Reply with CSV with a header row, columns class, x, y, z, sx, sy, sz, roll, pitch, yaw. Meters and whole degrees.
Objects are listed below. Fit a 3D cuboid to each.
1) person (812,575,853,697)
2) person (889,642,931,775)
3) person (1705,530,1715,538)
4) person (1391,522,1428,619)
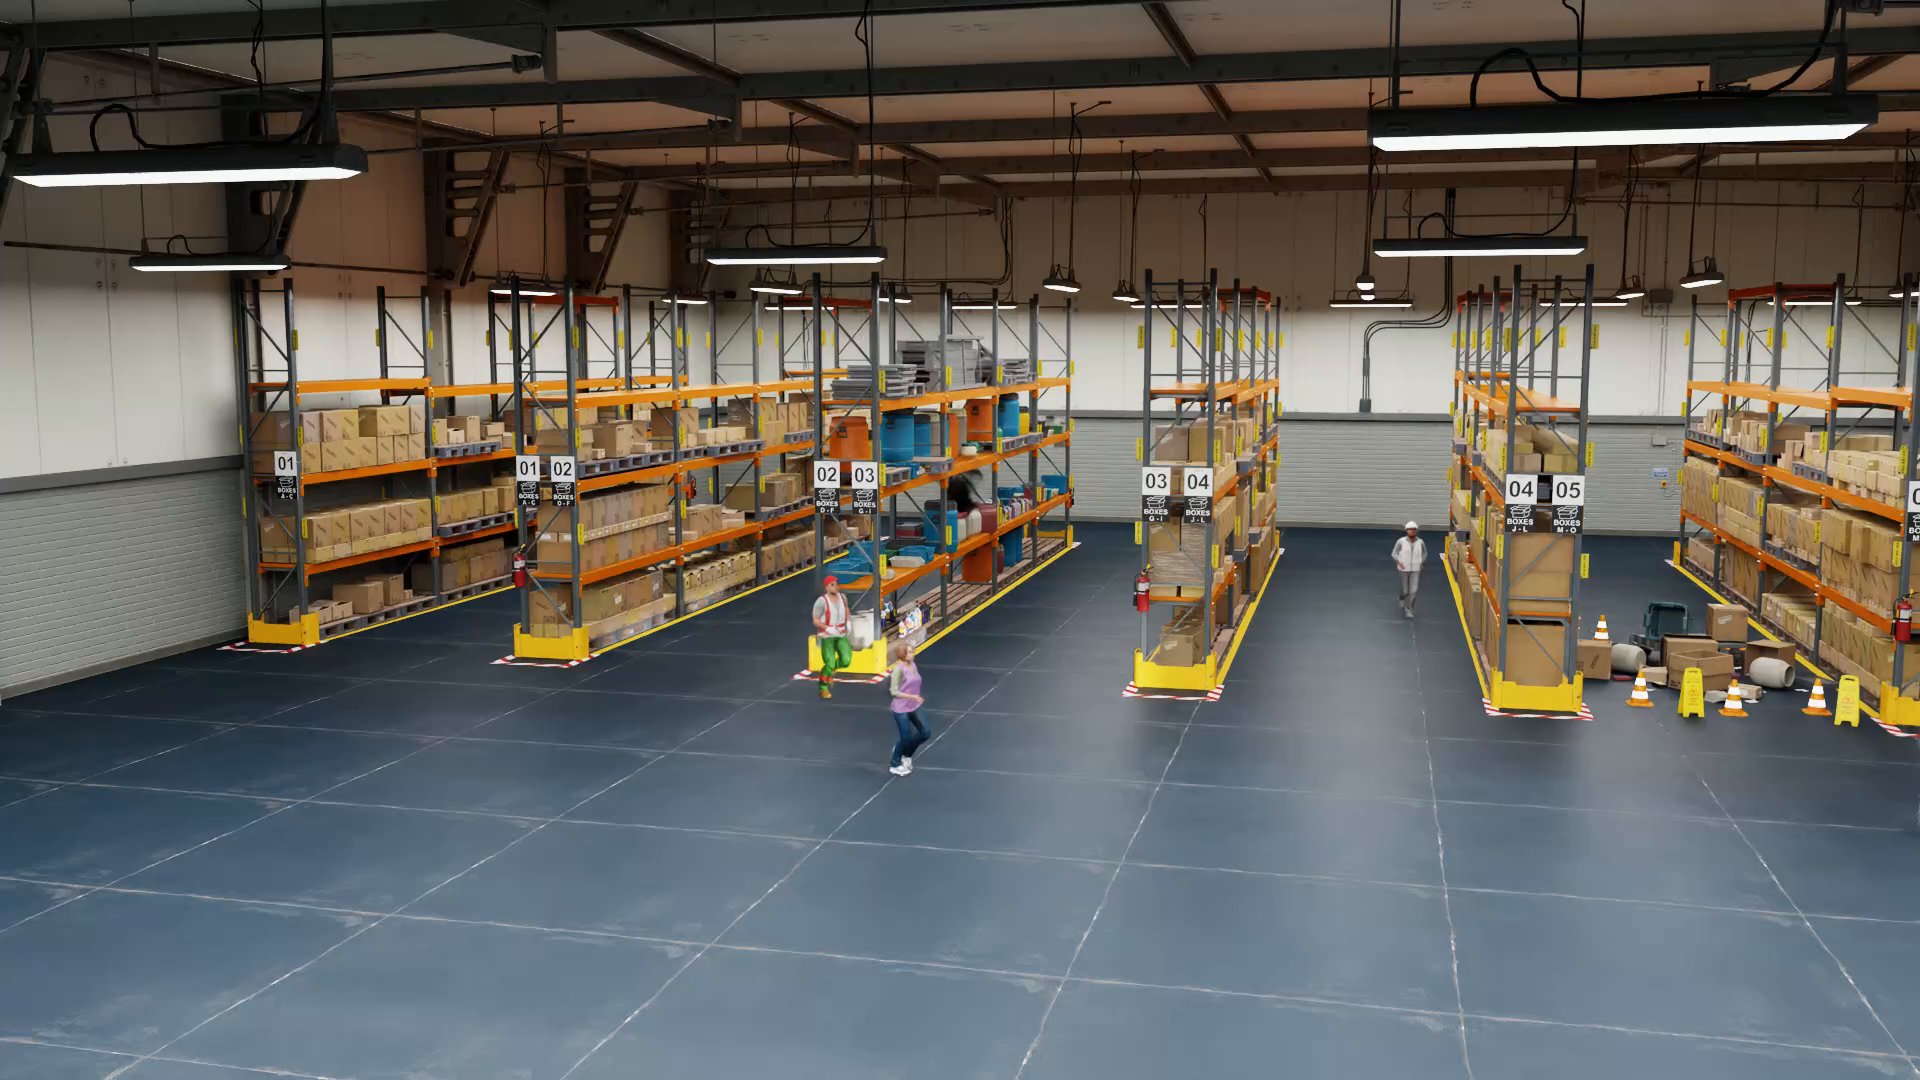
class,x,y,z,sx,sy,sz,roll,pitch,yaw
person,-1.750,1.354,23.318,0.695,1.740,0.655,-5,9,-36
person,-0.581,1.944,19.045,0.586,1.551,0.508,5,9,37
person,17.472,-0.356,38.130,0.734,1.667,0.764,-7,10,-45
person,8.154,0.530,30.156,0.651,1.738,0.733,1,7,4
